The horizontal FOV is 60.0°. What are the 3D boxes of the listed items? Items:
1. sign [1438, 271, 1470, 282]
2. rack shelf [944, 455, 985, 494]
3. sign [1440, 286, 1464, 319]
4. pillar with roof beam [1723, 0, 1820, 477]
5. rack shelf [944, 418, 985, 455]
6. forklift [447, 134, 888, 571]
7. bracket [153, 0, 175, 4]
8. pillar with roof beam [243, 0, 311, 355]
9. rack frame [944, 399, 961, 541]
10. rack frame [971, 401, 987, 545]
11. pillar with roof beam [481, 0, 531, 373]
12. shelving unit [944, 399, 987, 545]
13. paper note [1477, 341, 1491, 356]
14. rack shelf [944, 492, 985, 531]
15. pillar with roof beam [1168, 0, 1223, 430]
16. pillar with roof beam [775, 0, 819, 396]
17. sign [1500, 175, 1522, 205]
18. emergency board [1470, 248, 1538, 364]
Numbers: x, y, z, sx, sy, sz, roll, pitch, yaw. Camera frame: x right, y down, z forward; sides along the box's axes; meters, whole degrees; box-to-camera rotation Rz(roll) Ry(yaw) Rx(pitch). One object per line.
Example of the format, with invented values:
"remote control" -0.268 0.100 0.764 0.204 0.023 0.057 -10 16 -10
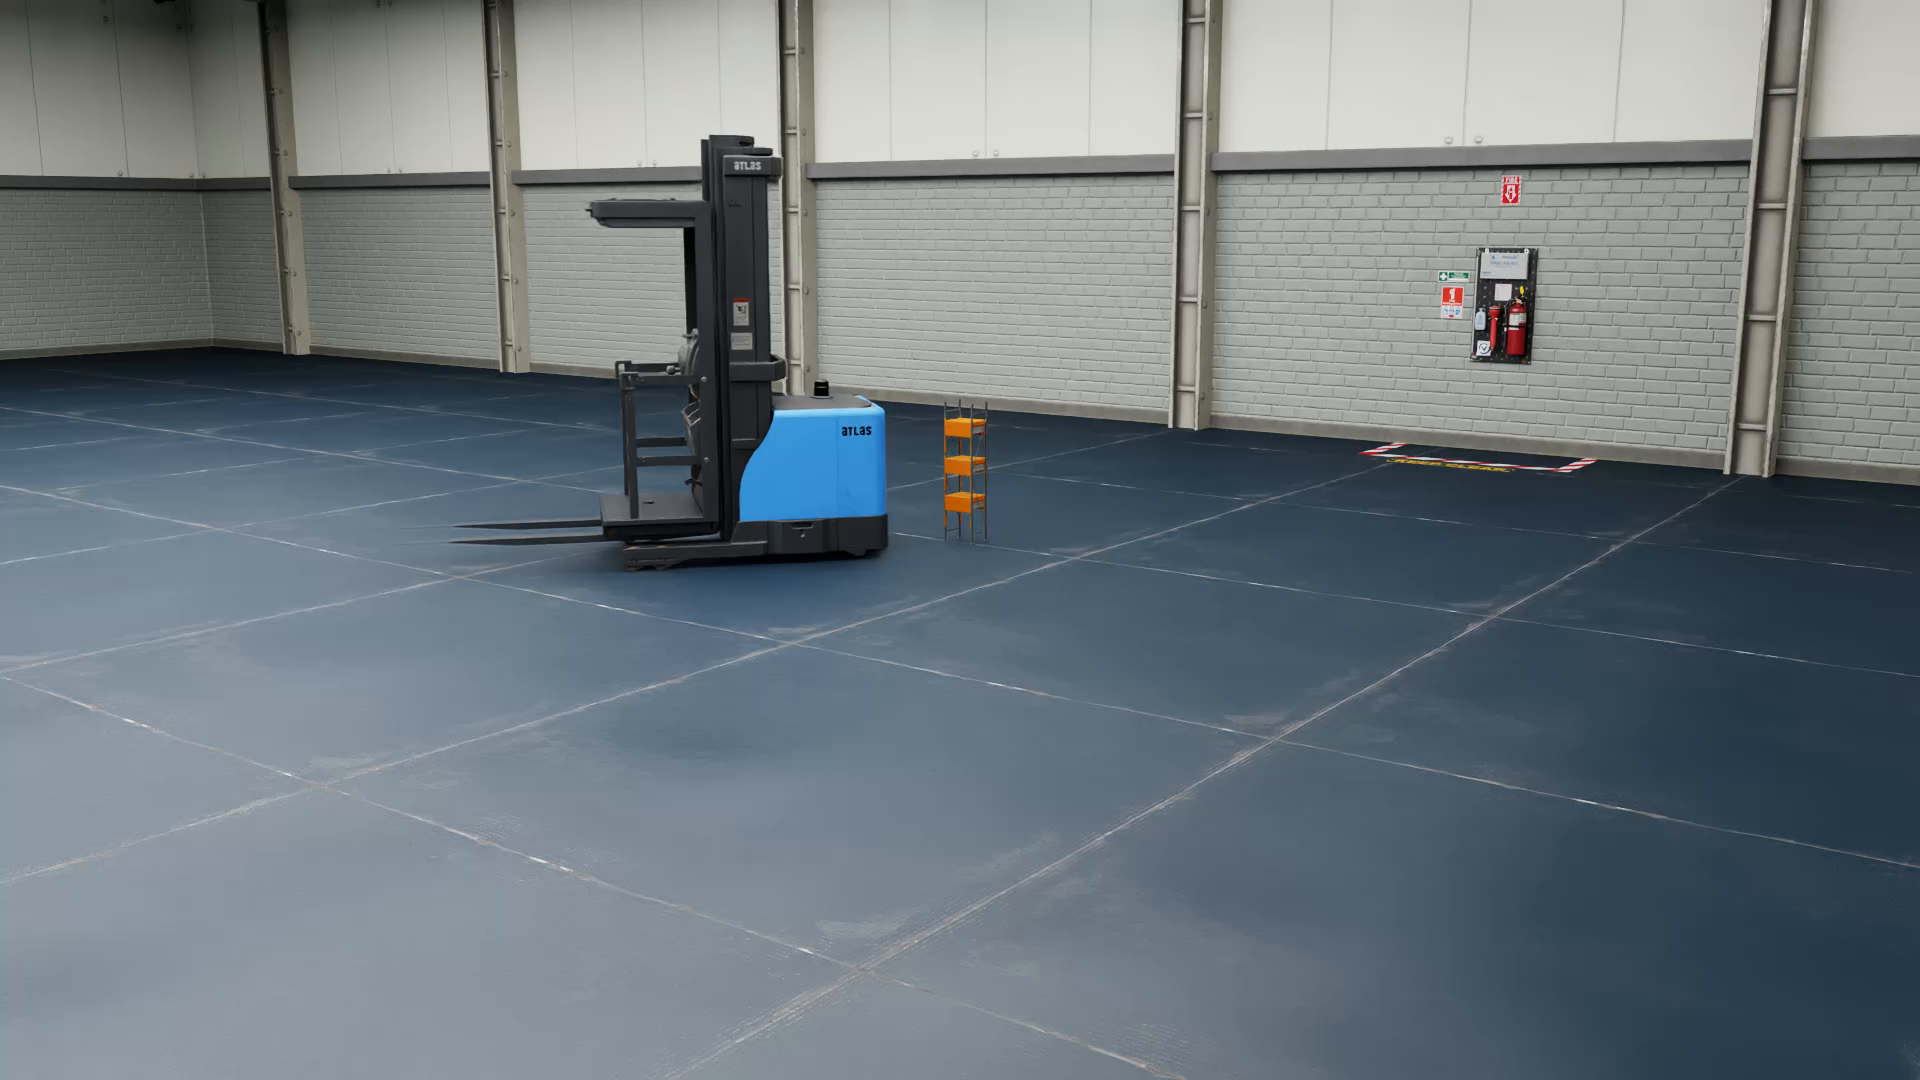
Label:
"sign" 5.140 -2.741 17.313 0.331 0.109 0.001 8 13 36
"rack shelf" 0.043 -0.499 12.401 0.240 0.259 0.215 8 13 36
"sign" 5.142 -2.483 17.373 0.234 0.329 0.001 8 13 36
"pillar with roof beam" 4.947 -4.390 11.530 0.400 9.000 9.100 8 13 36
"rack shelf" 0.043 -0.778 12.347 0.240 0.259 0.215 8 13 36
"forklift" -2.088 -1.338 11.727 3.031 2.935 1.130 -3 11 -13
"bracket" -14.303 -9.773 29.880 0.430 0.232 0.235 8 13 36
"pillar with roof beam" -14.397 -7.088 25.478 0.548 9.000 9.100 8 13 36
"rack frame" -0.055 -0.523 12.470 0.008 1.050 0.200 8 13 36
"rack frame" 0.141 -0.496 12.328 0.008 1.050 0.200 8 13 36
"pillar with roof beam" -9.561 -6.414 21.991 0.400 9.000 9.100 8 13 36
"shelving unit" 0.043 -0.509 12.399 0.252 1.050 0.215 8 13 36
"paper note" 5.425 -1.985 17.214 0.142 0.148 0.016 8 13 36
"rack shelf" 0.043 -0.226 12.454 0.240 0.259 0.215 8 13 36
"pillar with roof beam" 0.111 -5.065 15.017 0.400 9.000 9.100 8 13 36
"pillar with roof beam" -4.725 -5.739 18.504 0.400 9.000 9.100 8 13 36
"sign" 5.579 -3.542 16.837 0.199 0.298 0.001 8 13 36
"emergency board" 5.526 -2.387 16.973 0.643 1.169 0.194 8 13 36
